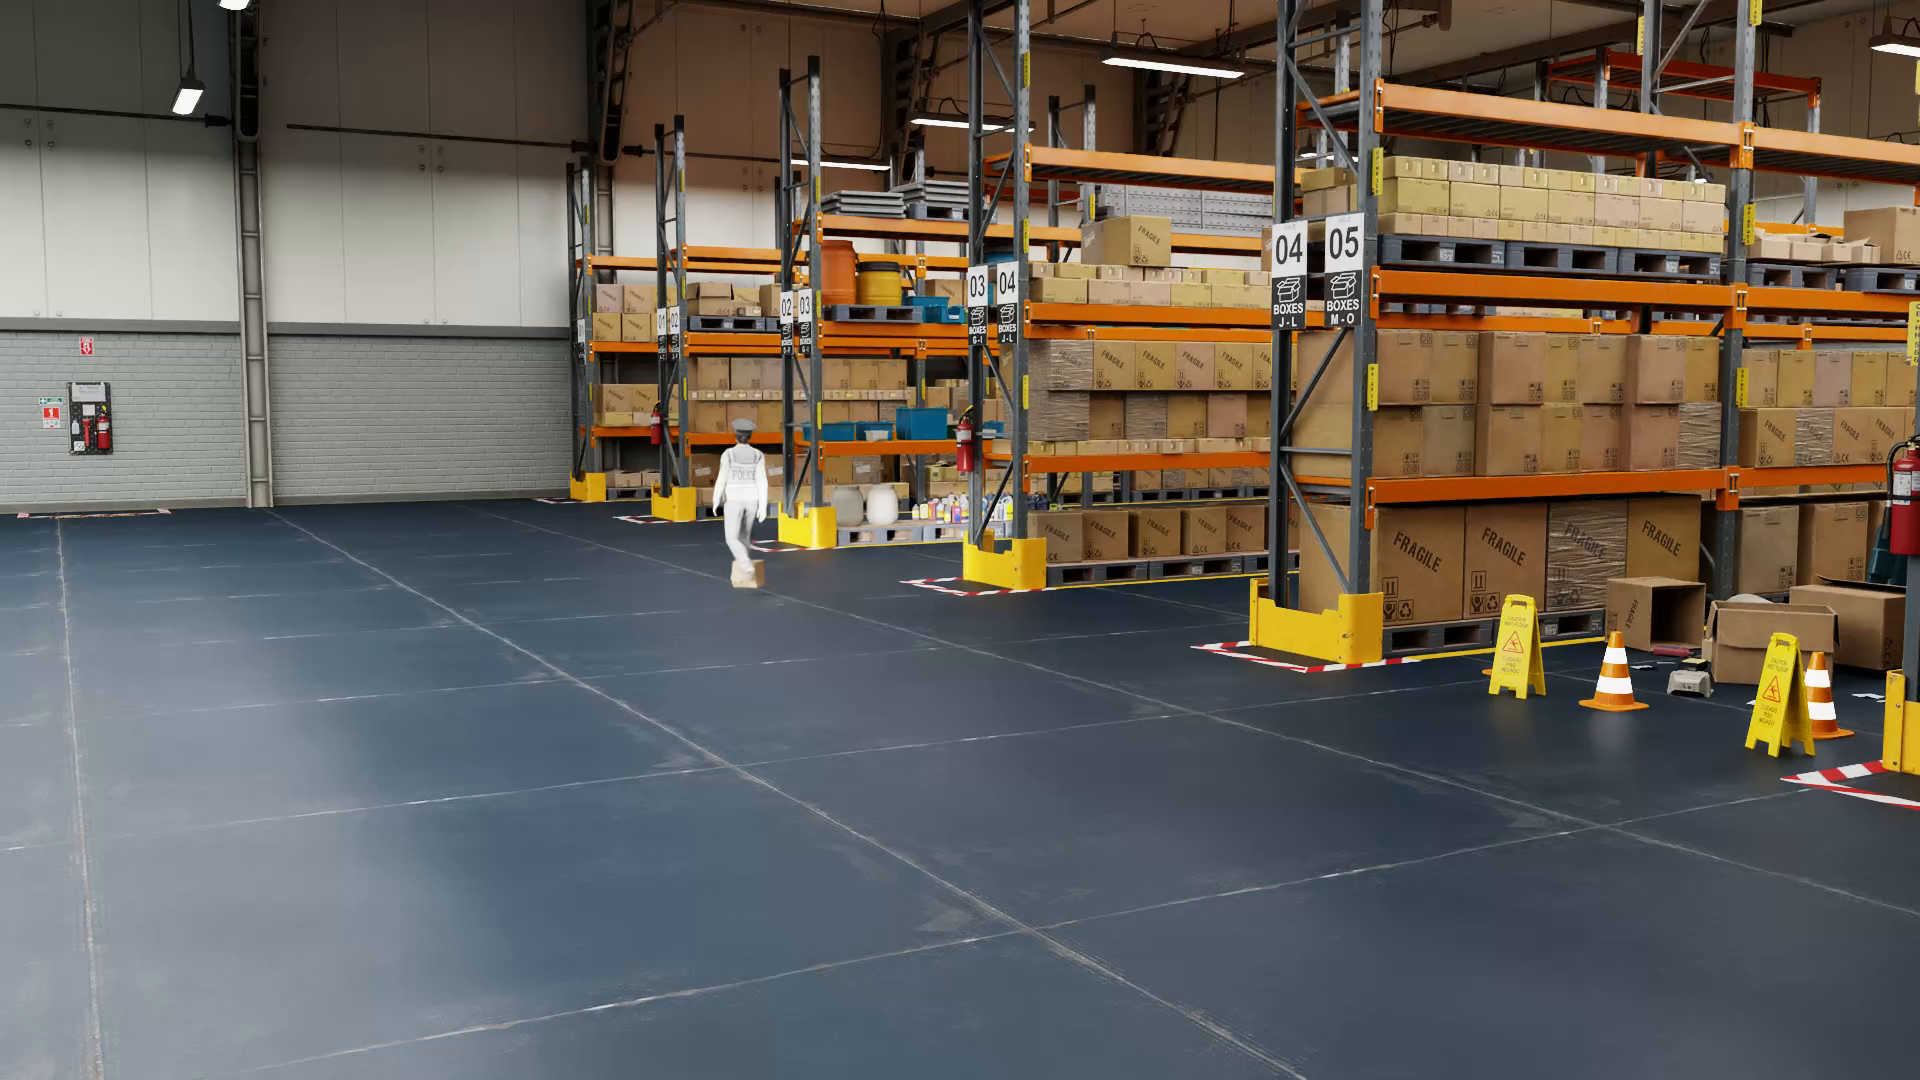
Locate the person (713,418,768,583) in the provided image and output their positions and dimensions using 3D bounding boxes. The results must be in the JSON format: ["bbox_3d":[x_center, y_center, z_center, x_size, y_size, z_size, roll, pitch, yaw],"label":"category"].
[{"bbox_3d":[-2.144,-0.369,16.318,0.485,1.643,0.902,-3,6,-29],"label":"person"}]
